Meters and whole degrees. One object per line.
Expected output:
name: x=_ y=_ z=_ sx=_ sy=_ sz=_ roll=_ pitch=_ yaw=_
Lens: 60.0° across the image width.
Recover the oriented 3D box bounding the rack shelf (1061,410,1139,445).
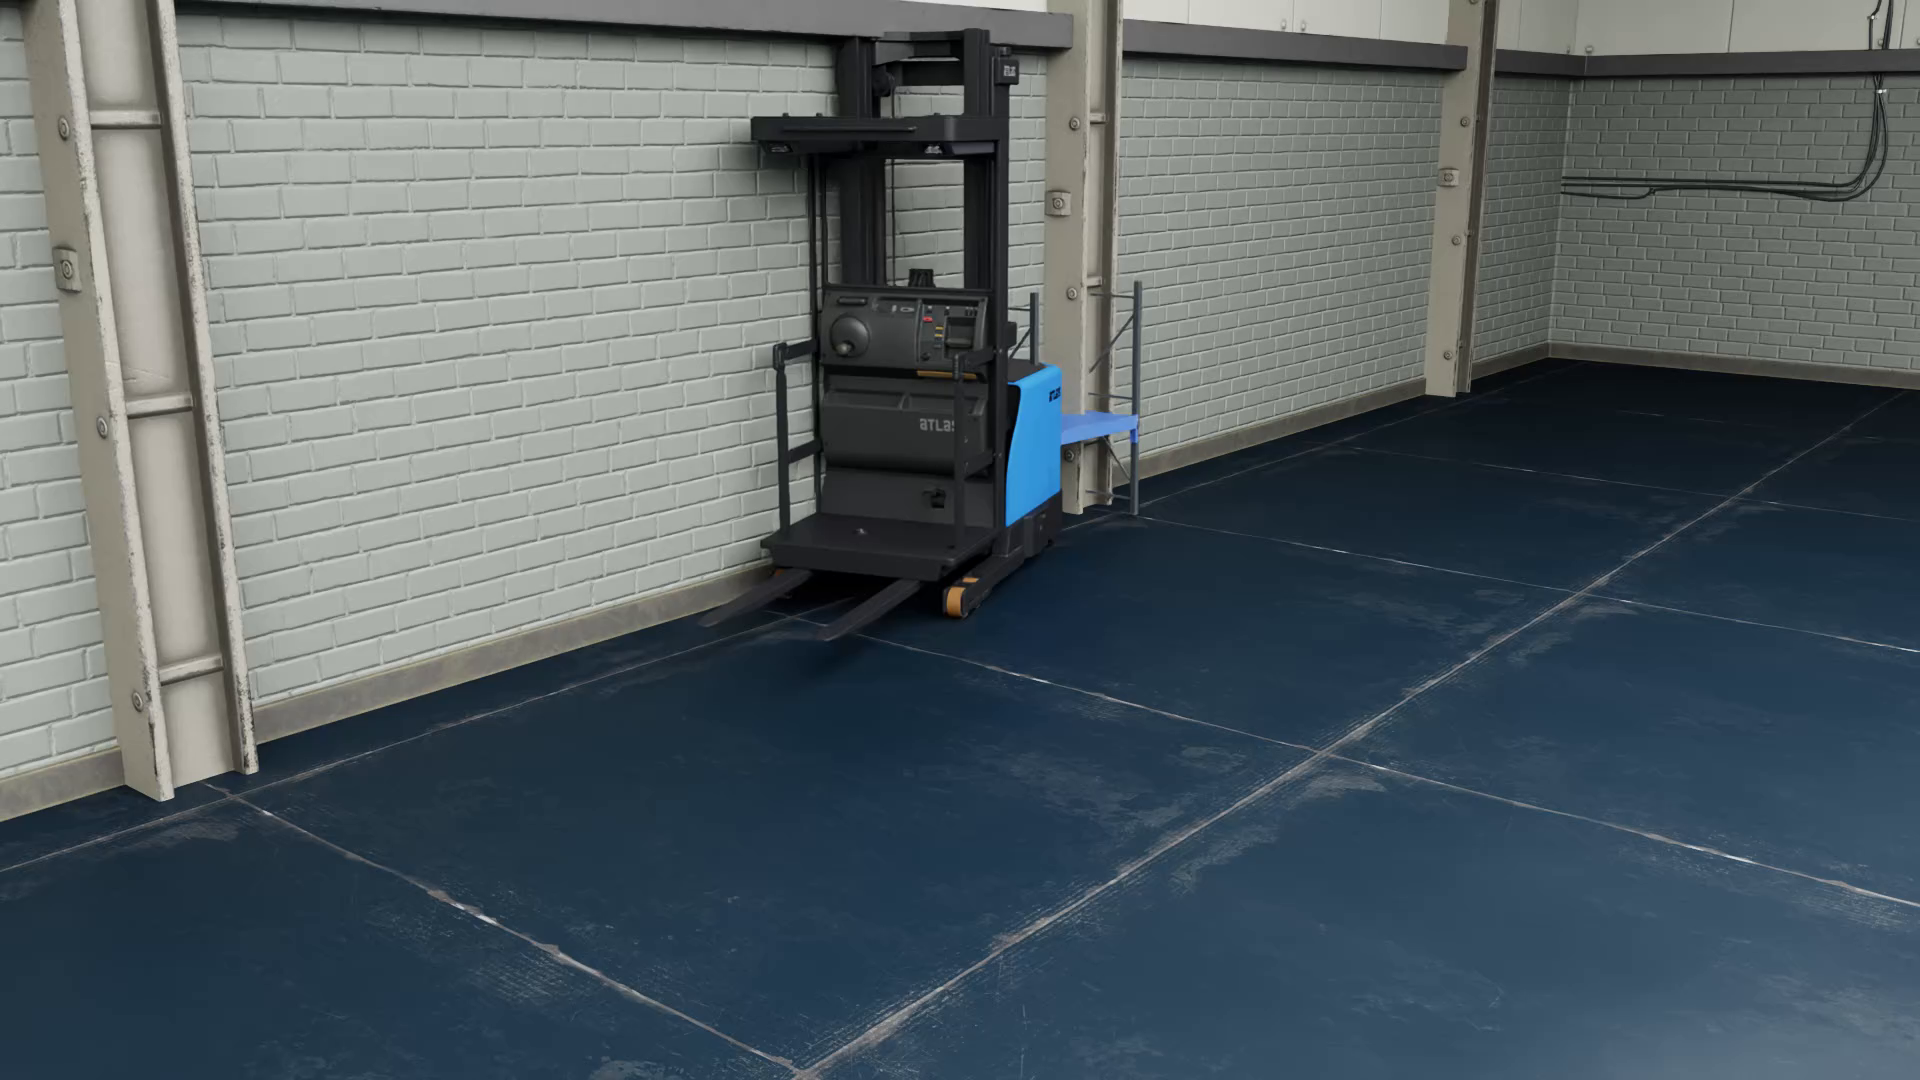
rack shelf: x=0.610 y=-0.661 z=10.400 sx=0.538 sy=0.185 sz=1.000 roll=12 pitch=18 yaw=41

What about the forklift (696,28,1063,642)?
forklift: x=-0.374 y=-1.132 z=8.627 sx=1.130 sy=2.935 sz=3.031 roll=5 pitch=15 yaw=20

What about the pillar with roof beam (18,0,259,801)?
pillar with roof beam: x=0.348 y=-2.773 z=2.761 sx=9.100 sy=9.000 sz=0.400 roll=11 pitch=18 yaw=38

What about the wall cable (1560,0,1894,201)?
wall cable: x=7.422 y=-4.592 z=16.228 sx=3.097 sy=2.526 sz=0.112 roll=11 pitch=18 yaw=38

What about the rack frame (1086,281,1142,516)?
rack frame: x=0.948 y=-0.927 z=10.724 sx=0.500 sy=1.500 sz=0.032 roll=12 pitch=18 yaw=41

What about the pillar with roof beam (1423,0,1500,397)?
pillar with roof beam: x=7.890 y=-5.071 z=11.807 sx=9.100 sy=9.000 sz=0.400 roll=11 pitch=18 yaw=38

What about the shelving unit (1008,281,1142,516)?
shelving unit: x=0.608 y=-0.835 z=10.357 sx=0.538 sy=1.500 sz=1.048 roll=12 pitch=18 yaw=41

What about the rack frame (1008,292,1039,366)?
rack frame: x=0.268 y=-0.744 z=9.991 sx=0.500 sy=1.500 sz=0.032 roll=12 pitch=18 yaw=41

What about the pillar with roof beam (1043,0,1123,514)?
pillar with roof beam: x=4.119 y=-3.922 z=7.284 sx=9.100 sy=9.000 sz=0.400 roll=11 pitch=18 yaw=38
